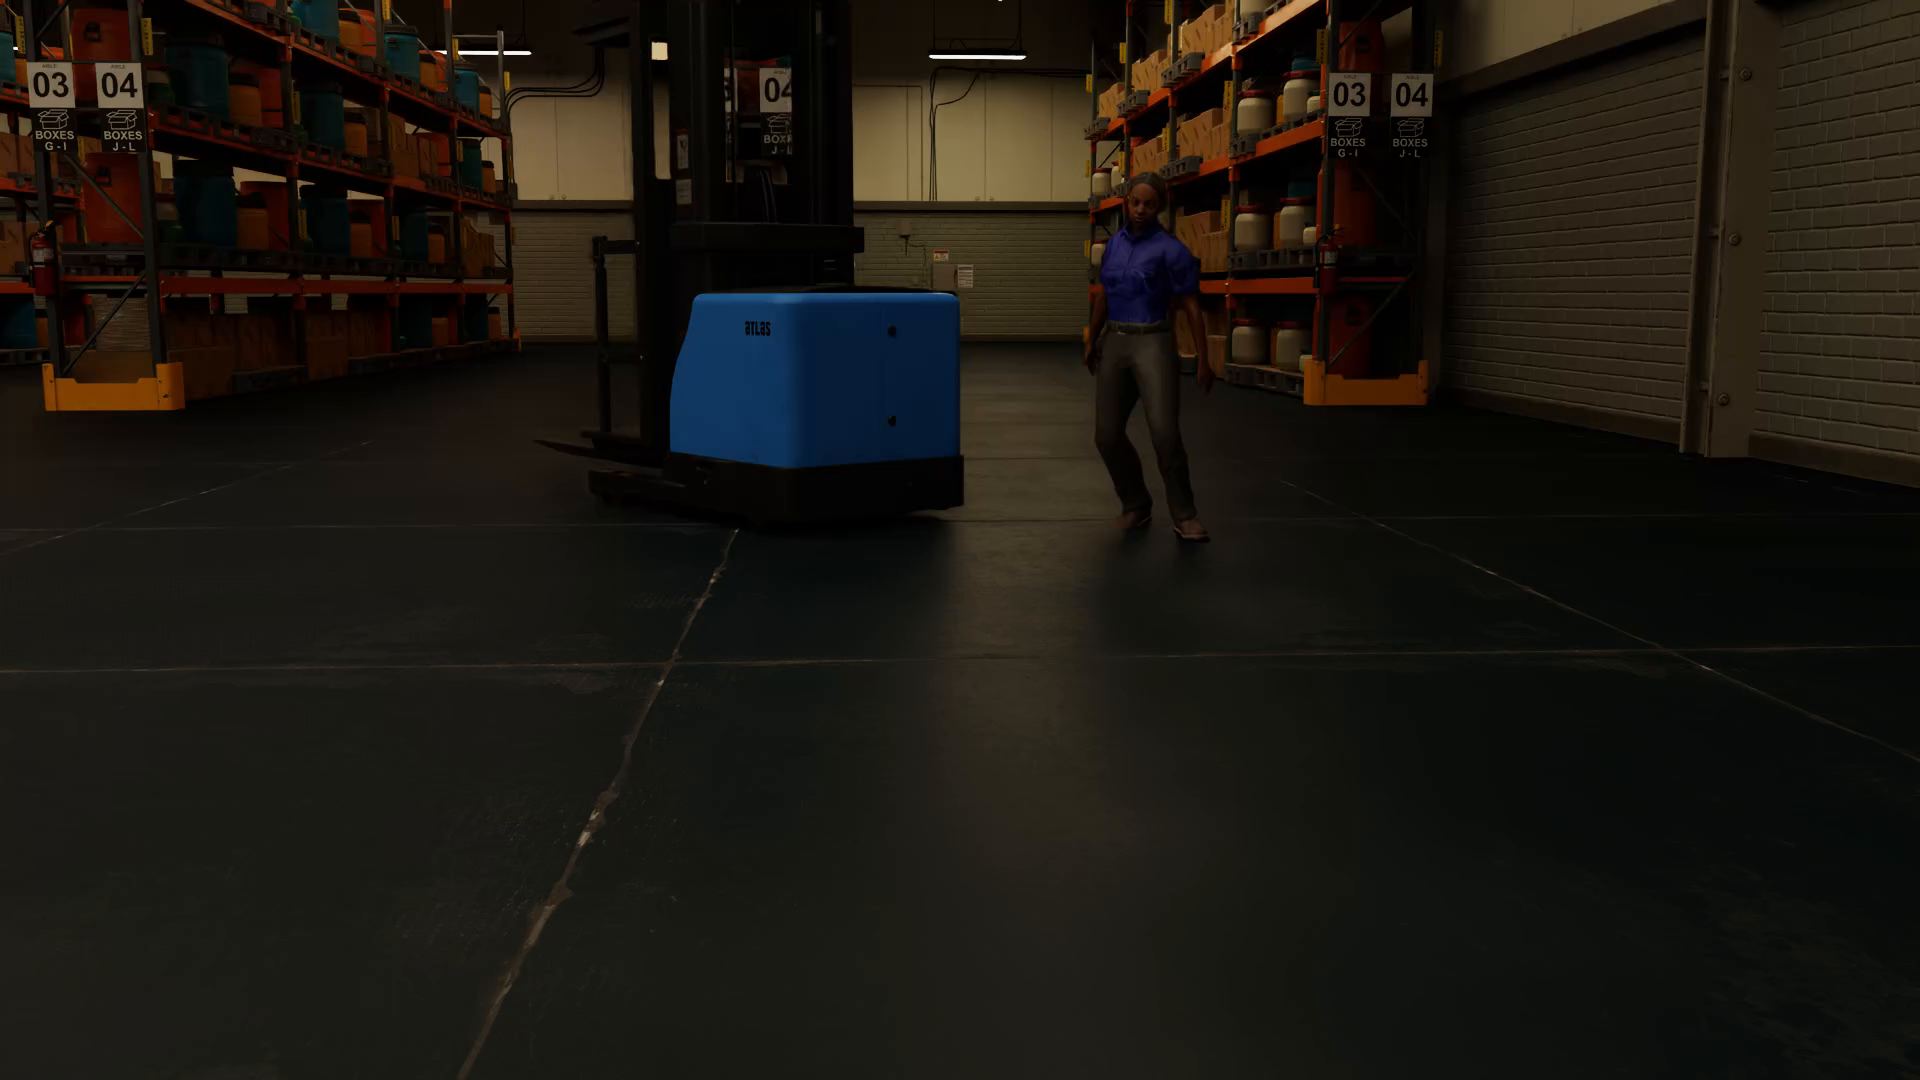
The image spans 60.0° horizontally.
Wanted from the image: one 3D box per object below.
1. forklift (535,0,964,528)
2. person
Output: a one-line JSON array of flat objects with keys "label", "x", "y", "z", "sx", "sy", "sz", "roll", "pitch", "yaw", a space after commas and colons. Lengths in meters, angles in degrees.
[{"label": "forklift", "x": -1.292, "y": -1.672, "z": 8.594, "sx": 1.130, "sy": 2.935, "sz": 3.031, "roll": -7, "pitch": 11, "yaw": -38}, {"label": "person", "x": 0.849, "y": -0.819, "z": 7.497, "sx": 0.408, "sy": 1.634, "sz": 0.812, "roll": -8, "pitch": 11, "yaw": -42}]
